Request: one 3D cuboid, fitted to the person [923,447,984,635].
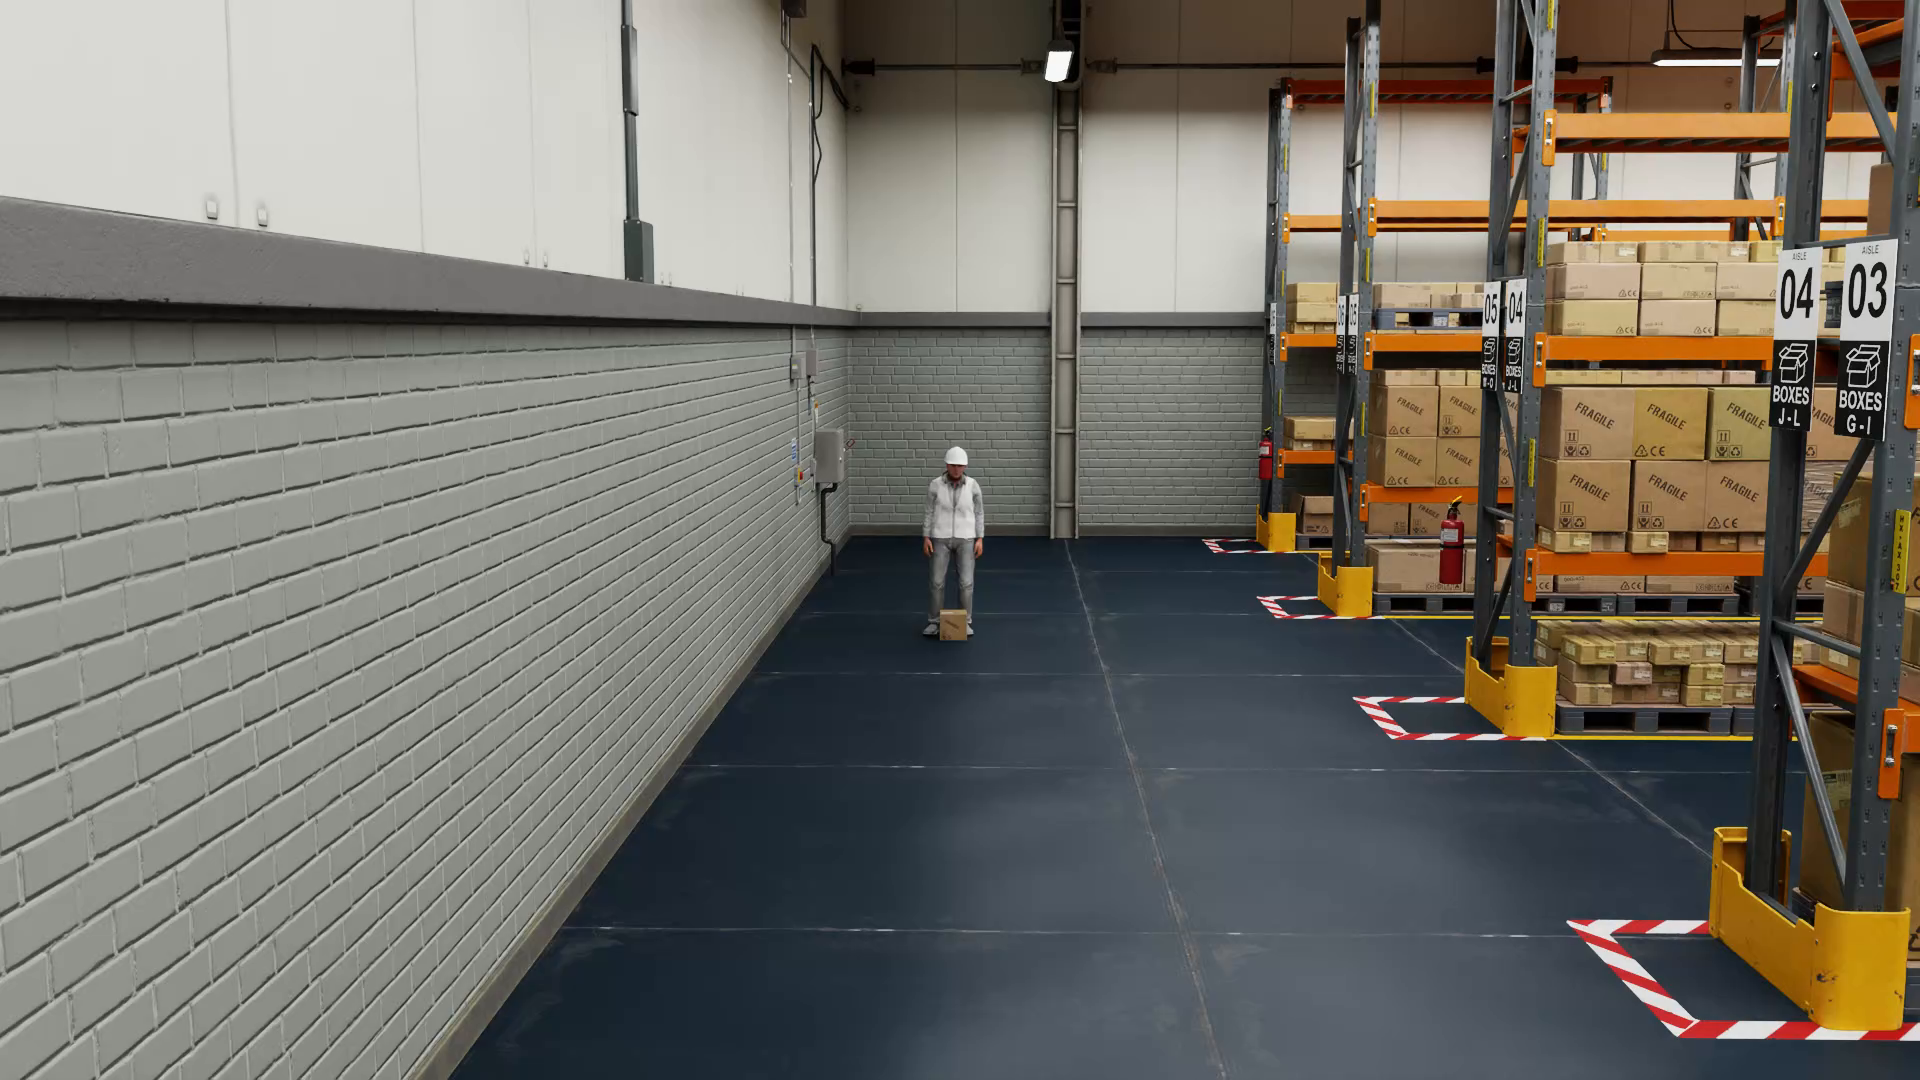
[{"bbox_3d":[-0.062,0.005,15.625,0.583,1.770,0.464,0,7,-2],"label":"person"}]
